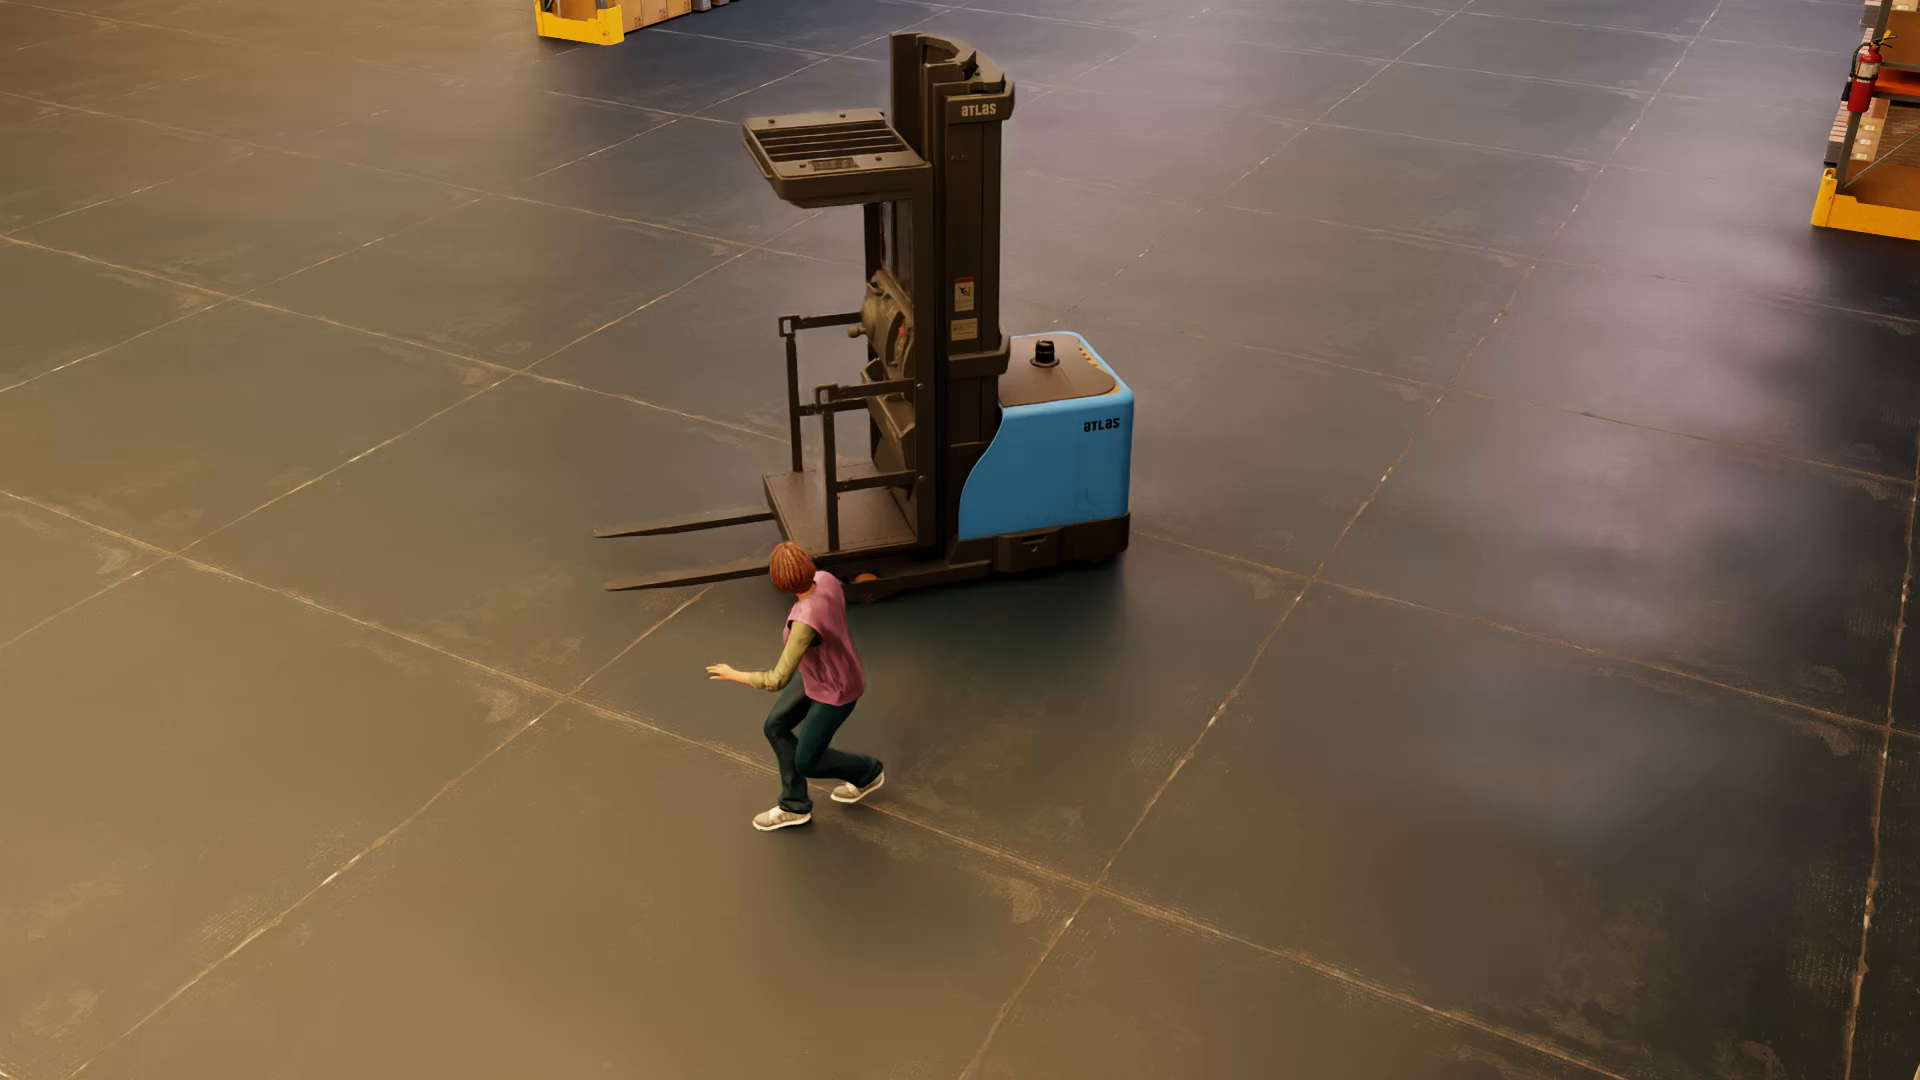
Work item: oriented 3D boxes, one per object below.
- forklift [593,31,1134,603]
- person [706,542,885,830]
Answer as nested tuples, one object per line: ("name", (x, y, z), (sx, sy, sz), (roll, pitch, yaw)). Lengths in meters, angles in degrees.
("forklift", (-0.584, -1.180, 9.115), (3.031, 2.935, 1.130), (-8, 31, -14))
("person", (-0.741, 0.613, 7.489), (0.774, 1.474, 0.744), (-4, 30, -7))
